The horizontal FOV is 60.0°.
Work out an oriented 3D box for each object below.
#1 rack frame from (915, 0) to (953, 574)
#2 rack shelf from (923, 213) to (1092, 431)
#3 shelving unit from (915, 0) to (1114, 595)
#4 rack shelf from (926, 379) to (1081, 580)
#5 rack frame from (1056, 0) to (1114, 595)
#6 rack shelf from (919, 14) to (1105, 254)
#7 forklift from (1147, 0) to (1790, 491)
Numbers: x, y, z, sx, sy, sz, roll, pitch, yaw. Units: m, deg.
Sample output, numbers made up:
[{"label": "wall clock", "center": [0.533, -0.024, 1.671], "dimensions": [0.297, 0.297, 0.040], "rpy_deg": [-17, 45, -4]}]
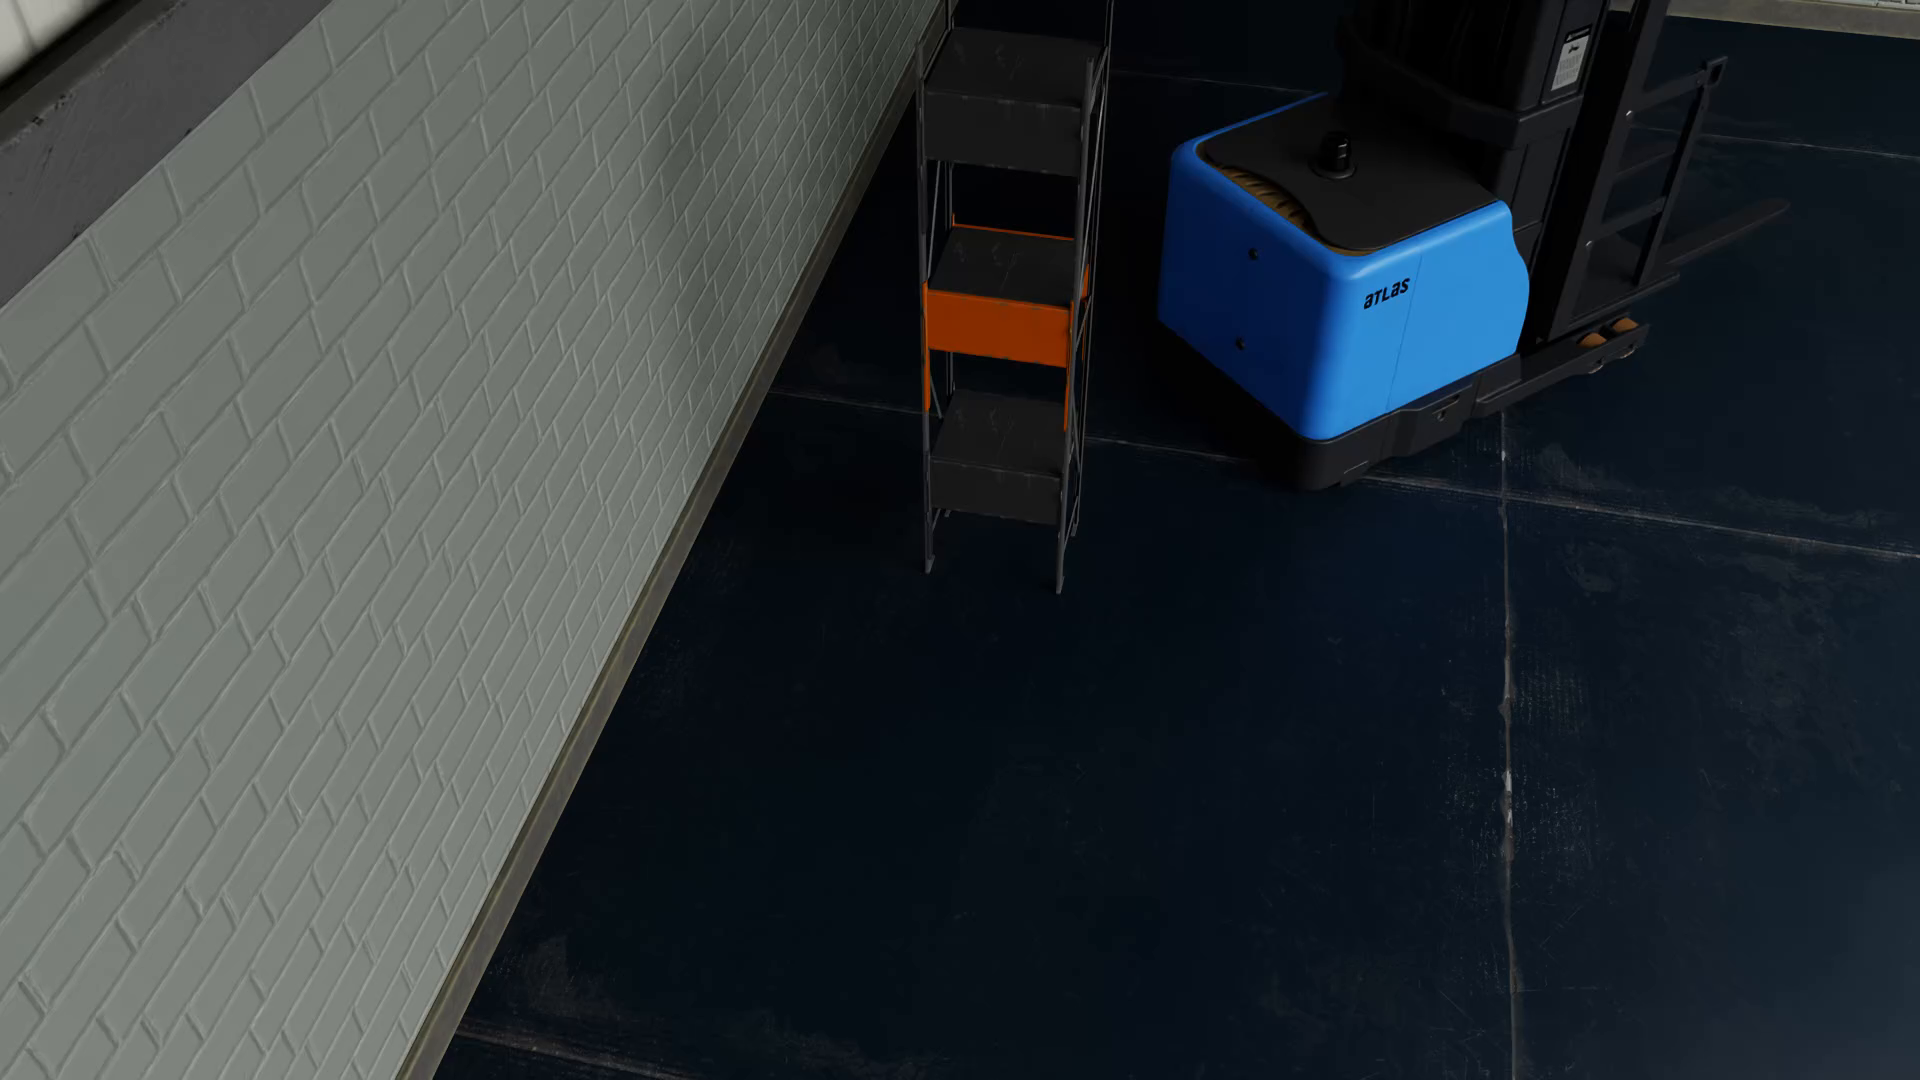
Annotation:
[{"label": "rack frame", "center": [-0.077, -0.768, 5.534], "dimensions": [0.015, 2.100, 0.400], "rpy_deg": [9, 45, 9]}, {"label": "rack shelf", "center": [0.162, -0.722, 5.505], "dimensions": [0.480, 0.518, 0.431], "rpy_deg": [9, 45, 9]}, {"label": "shelving unit", "center": [0.162, -0.731, 5.496], "dimensions": [0.503, 2.100, 0.431], "rpy_deg": [9, 45, 9]}, {"label": "rack shelf", "center": [0.162, -0.217, 5.991], "dimensions": [0.480, 0.518, 0.431], "rpy_deg": [9, 45, 9]}, {"label": "rack frame", "center": [0.400, -0.694, 5.457], "dimensions": [0.015, 2.100, 0.400], "rpy_deg": [9, 45, 9]}, {"label": "rack shelf", "center": [0.162, -1.226, 5.020], "dimensions": [0.480, 0.518, 0.431], "rpy_deg": [9, 45, 9]}, {"label": "forklift", "center": [2.297, -2.039, 6.255], "dimensions": [3.031, 2.935, 1.130], "rpy_deg": [-24, 49, -23]}]
